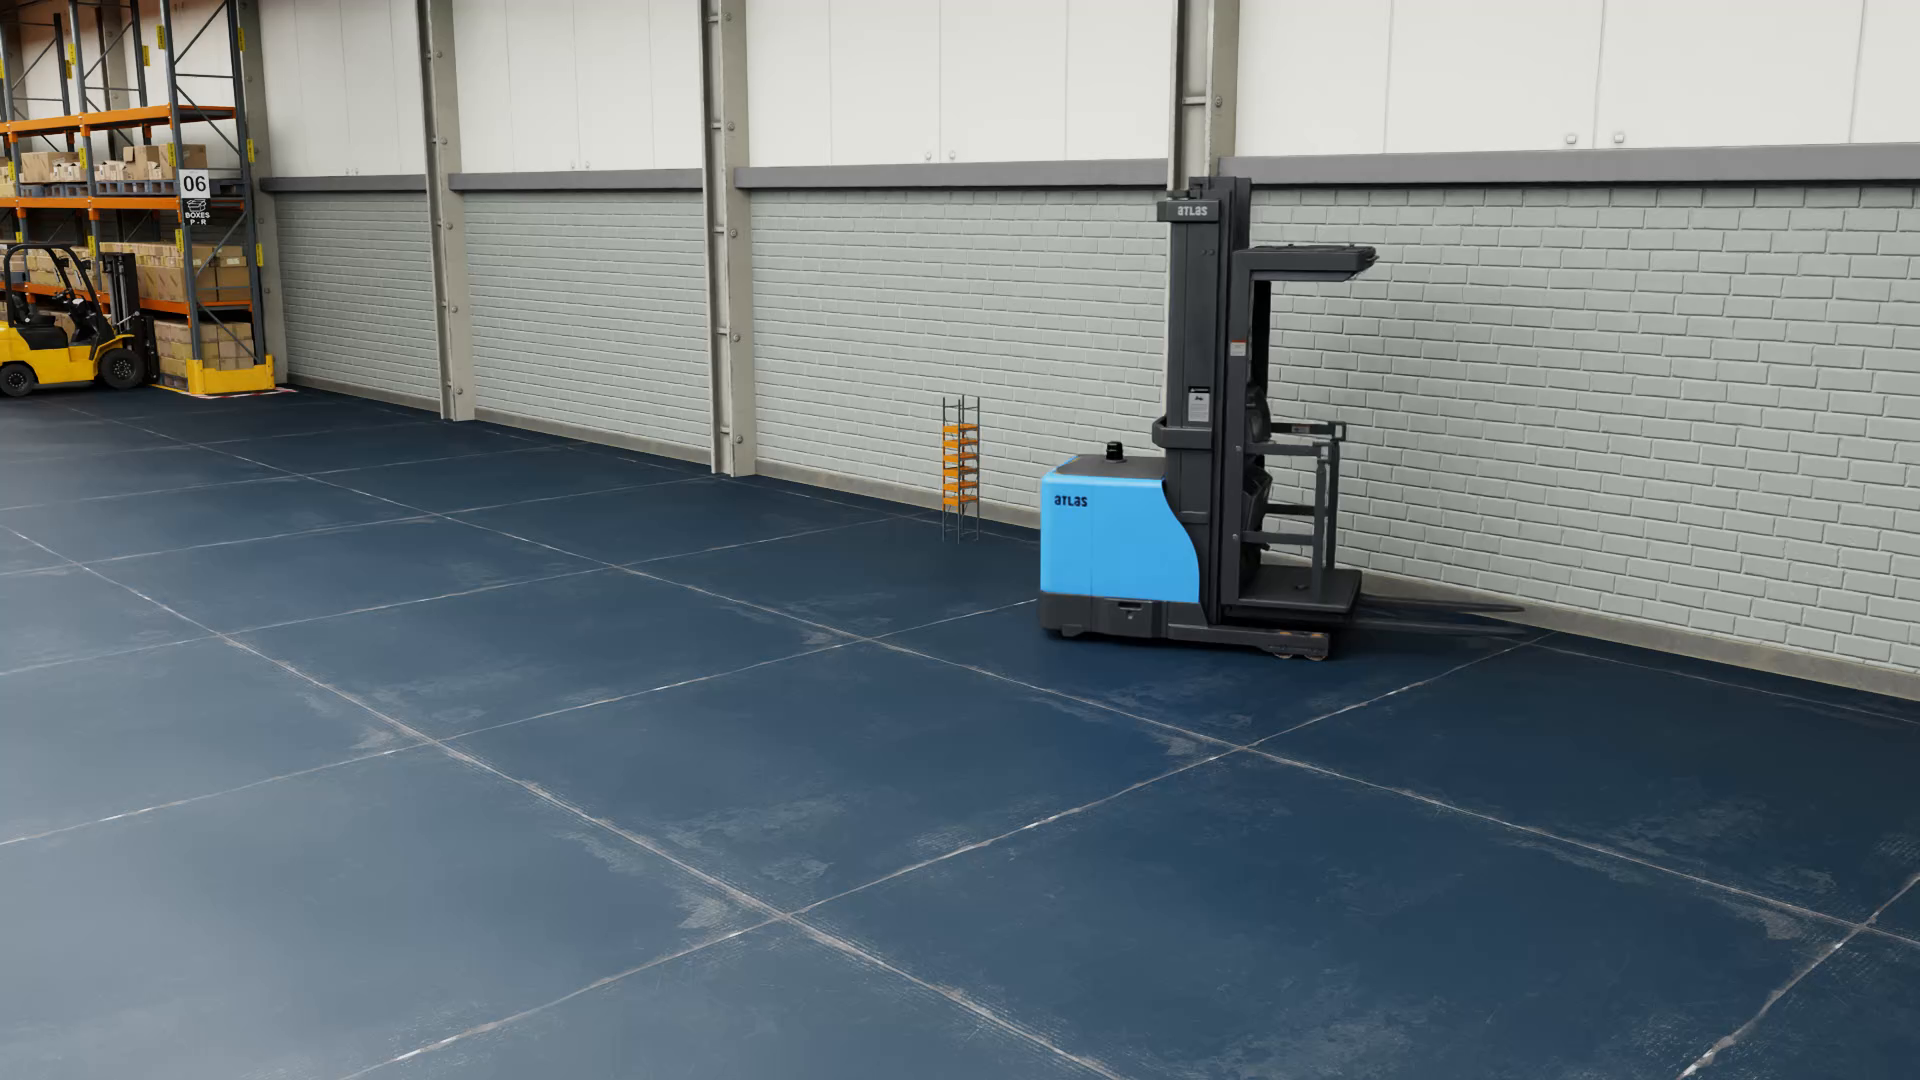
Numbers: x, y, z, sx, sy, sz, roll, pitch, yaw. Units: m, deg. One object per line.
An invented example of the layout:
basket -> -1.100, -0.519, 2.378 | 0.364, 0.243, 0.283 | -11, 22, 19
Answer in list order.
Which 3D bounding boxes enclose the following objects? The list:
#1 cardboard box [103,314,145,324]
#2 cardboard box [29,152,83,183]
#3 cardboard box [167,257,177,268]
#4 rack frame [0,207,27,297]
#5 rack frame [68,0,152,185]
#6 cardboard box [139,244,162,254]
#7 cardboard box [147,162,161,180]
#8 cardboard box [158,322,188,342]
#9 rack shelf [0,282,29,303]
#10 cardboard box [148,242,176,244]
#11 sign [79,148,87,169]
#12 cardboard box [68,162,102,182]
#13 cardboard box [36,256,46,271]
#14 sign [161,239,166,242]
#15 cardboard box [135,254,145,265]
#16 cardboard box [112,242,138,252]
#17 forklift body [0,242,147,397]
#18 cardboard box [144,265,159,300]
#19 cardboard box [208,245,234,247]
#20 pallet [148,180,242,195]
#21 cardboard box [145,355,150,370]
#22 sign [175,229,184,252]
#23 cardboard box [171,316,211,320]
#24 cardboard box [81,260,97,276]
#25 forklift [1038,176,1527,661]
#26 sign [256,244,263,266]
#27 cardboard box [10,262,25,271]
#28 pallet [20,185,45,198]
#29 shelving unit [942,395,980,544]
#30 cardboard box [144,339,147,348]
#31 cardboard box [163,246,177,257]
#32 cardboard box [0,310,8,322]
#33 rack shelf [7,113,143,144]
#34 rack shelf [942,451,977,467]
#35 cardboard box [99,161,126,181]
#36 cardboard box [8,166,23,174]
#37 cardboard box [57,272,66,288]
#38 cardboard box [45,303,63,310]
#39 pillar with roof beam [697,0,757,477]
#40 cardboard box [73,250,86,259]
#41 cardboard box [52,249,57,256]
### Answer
cardboard box -> -13.456, -3.506, 26.790 | 0.500, 0.250, 0.500 | -11, 16, -43
cardboard box -> -15.581, -6.429, 28.711 | 0.700, 0.500, 0.500 | -11, 16, -44
cardboard box -> -11.441, -4.099, 24.519 | 0.380, 0.149, 0.250 | -11, 16, -42
rack frame -> -19.088, -5.439, 32.878 | 1.000, 3.000, 0.127 | -11, 16, -43
rack frame -> -13.563, -7.210, 26.605 | 1.000, 3.000, 0.127 | -11, 16, -43
cardboard box -> -12.426, -4.485, 25.655 | 0.380, 0.149, 0.250 | -11, 16, -42
cardboard box -> -11.768, -5.461, 24.597 | 0.396, 0.266, 0.258 | -11, 16, -42
cardboard box -> -11.702, -3.134, 24.984 | 0.500, 0.250, 0.500 | -11, 16, -42
rack shelf -> -17.707, -4.795, 31.534 | 1.077, 0.370, 4.000 | -11, 16, -43
cardboard box -> -12.789, -4.700, 26.699 | 0.380, 0.149, 0.250 | -11, 16, -43
sign -> -13.949, -6.071, 26.450 | 0.100, 0.325, 0.005 | -11, 16, -43
cardboard box -> -14.239, -6.023, 27.212 | 0.500, 0.311, 0.500 | 11, 16, 43
cardboard box -> -15.851, -4.855, 29.174 | 0.500, 0.250, 0.500 | -10, 15, -41
sign -> -13.163, -4.812, 27.492 | 0.100, 0.325, 0.005 | -11, 16, -43
cardboard box -> -12.480, -4.327, 25.623 | 0.380, 0.149, 0.250 | -11, 16, -44
cardboard box -> -13.299, -4.673, 26.566 | 0.380, 0.149, 0.250 | -11, 16, -42
forklift body -> -13.430, -3.295, 24.572 | 2.313, 2.155, 1.214 | -11, 16, -43
cardboard box -> -12.037, -3.924, 25.275 | 0.500, 0.500, 0.500 | -11, 16, -44
cardboard box -> -11.017, -4.326, 24.885 | 0.380, 0.149, 0.250 | -10, 15, -41
pallet -> -11.271, -5.220, 24.602 | 1.003, 0.211, 1.213 | -11, 16, -43
cardboard box -> -12.405, -2.792, 25.803 | 0.500, 0.250, 0.500 | -10, 15, -41
sign -> -11.203, -4.297, 23.879 | 0.100, 0.325, 0.005 | -11, 16, -43
cardboard box -> -12.030, -3.356, 26.061 | 0.500, 0.250, 0.500 | -11, 16, -44
cardboard box -> -14.087, -4.479, 27.350 | 0.500, 0.250, 0.500 | -11, 16, -44
forklift -> 2.085, -0.806, 10.560 | 3.031, 2.935, 1.130 | 4, 12, 17
sign -> -10.396, -4.227, 24.653 | 0.100, 0.325, 0.005 | -11, 16, -43
cardboard box -> -17.057, -4.980, 30.233 | 0.380, 0.149, 0.250 | -11, 16, -42
pallet -> -15.792, -6.145, 29.340 | 1.213, 0.211, 1.003 | -10, 15, -40
shelving unit -> 0.010, -0.586, 13.780 | 0.258, 1.200, 0.189 | -11, 16, -43
cardboard box -> -12.417, -3.040, 25.766 | 0.500, 0.250, 0.500 | -11, 16, -43
cardboard box -> -11.594, -4.289, 24.704 | 0.380, 0.149, 0.250 | -10, 16, -41
cardboard box -> -17.847, -4.092, 31.494 | 0.500, 0.500, 0.500 | 11, 16, 43
rack shelf -> -14.945, -6.953, 28.135 | 1.077, 0.370, 4.000 | -11, 16, -43
rack shelf -> 0.010, -0.660, 13.765 | 0.258, 0.103, 0.180 | -11, 16, -43
cardboard box -> -13.165, -5.796, 26.110 | 0.500, 0.311, 0.500 | -10, 16, -41
cardboard box -> -16.777, -6.601, 29.730 | 0.380, 0.149, 0.250 | -10, 15, -41
cardboard box -> -15.135, -4.459, 28.491 | 0.500, 0.250, 0.500 | -10, 15, -41
cardboard box -> -16.854, -4.342, 31.097 | 0.380, 0.149, 0.250 | -11, 16, -42
pillar with roof beam -> -5.457, -4.502, 13.462 | 9.100, 9.000, 0.400 | -11, 16, -43
cardboard box -> -14.560, -4.755, 27.703 | 0.250, 0.149, 0.380 | 11, 16, 43
cardboard box -> -15.420, -4.947, 28.637 | 0.380, 0.149, 0.250 | -10, 16, -41
